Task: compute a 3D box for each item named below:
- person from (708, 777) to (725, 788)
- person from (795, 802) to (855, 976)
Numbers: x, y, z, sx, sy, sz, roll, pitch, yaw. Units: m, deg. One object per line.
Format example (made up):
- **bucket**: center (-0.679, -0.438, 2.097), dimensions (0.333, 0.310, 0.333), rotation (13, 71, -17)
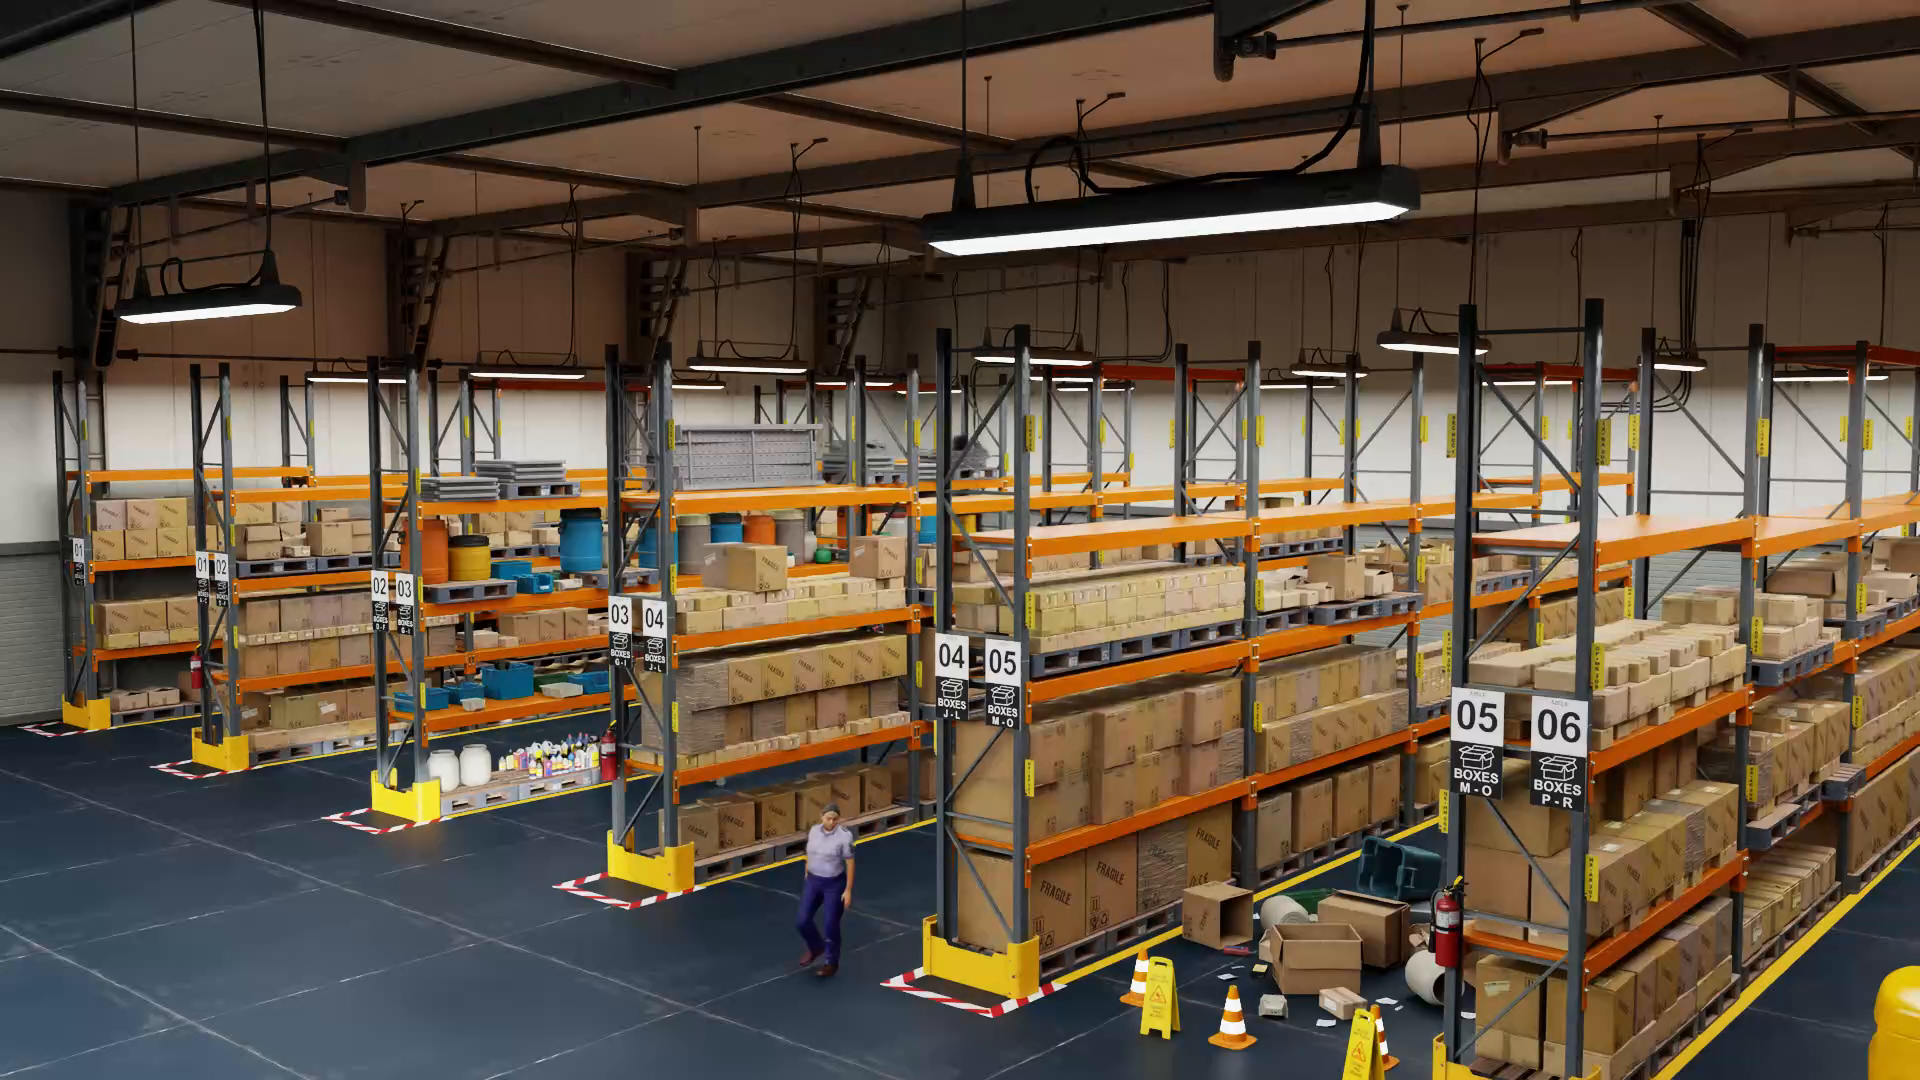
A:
- **person**: center (-3.549, 2.691, 23.395), dimensions (0.607, 1.589, 0.904), rotation (1, 4, 7)
- **person**: center (-1.255, 3.217, 15.445), dimensions (0.619, 1.631, 0.427), rotation (2, 4, 21)
